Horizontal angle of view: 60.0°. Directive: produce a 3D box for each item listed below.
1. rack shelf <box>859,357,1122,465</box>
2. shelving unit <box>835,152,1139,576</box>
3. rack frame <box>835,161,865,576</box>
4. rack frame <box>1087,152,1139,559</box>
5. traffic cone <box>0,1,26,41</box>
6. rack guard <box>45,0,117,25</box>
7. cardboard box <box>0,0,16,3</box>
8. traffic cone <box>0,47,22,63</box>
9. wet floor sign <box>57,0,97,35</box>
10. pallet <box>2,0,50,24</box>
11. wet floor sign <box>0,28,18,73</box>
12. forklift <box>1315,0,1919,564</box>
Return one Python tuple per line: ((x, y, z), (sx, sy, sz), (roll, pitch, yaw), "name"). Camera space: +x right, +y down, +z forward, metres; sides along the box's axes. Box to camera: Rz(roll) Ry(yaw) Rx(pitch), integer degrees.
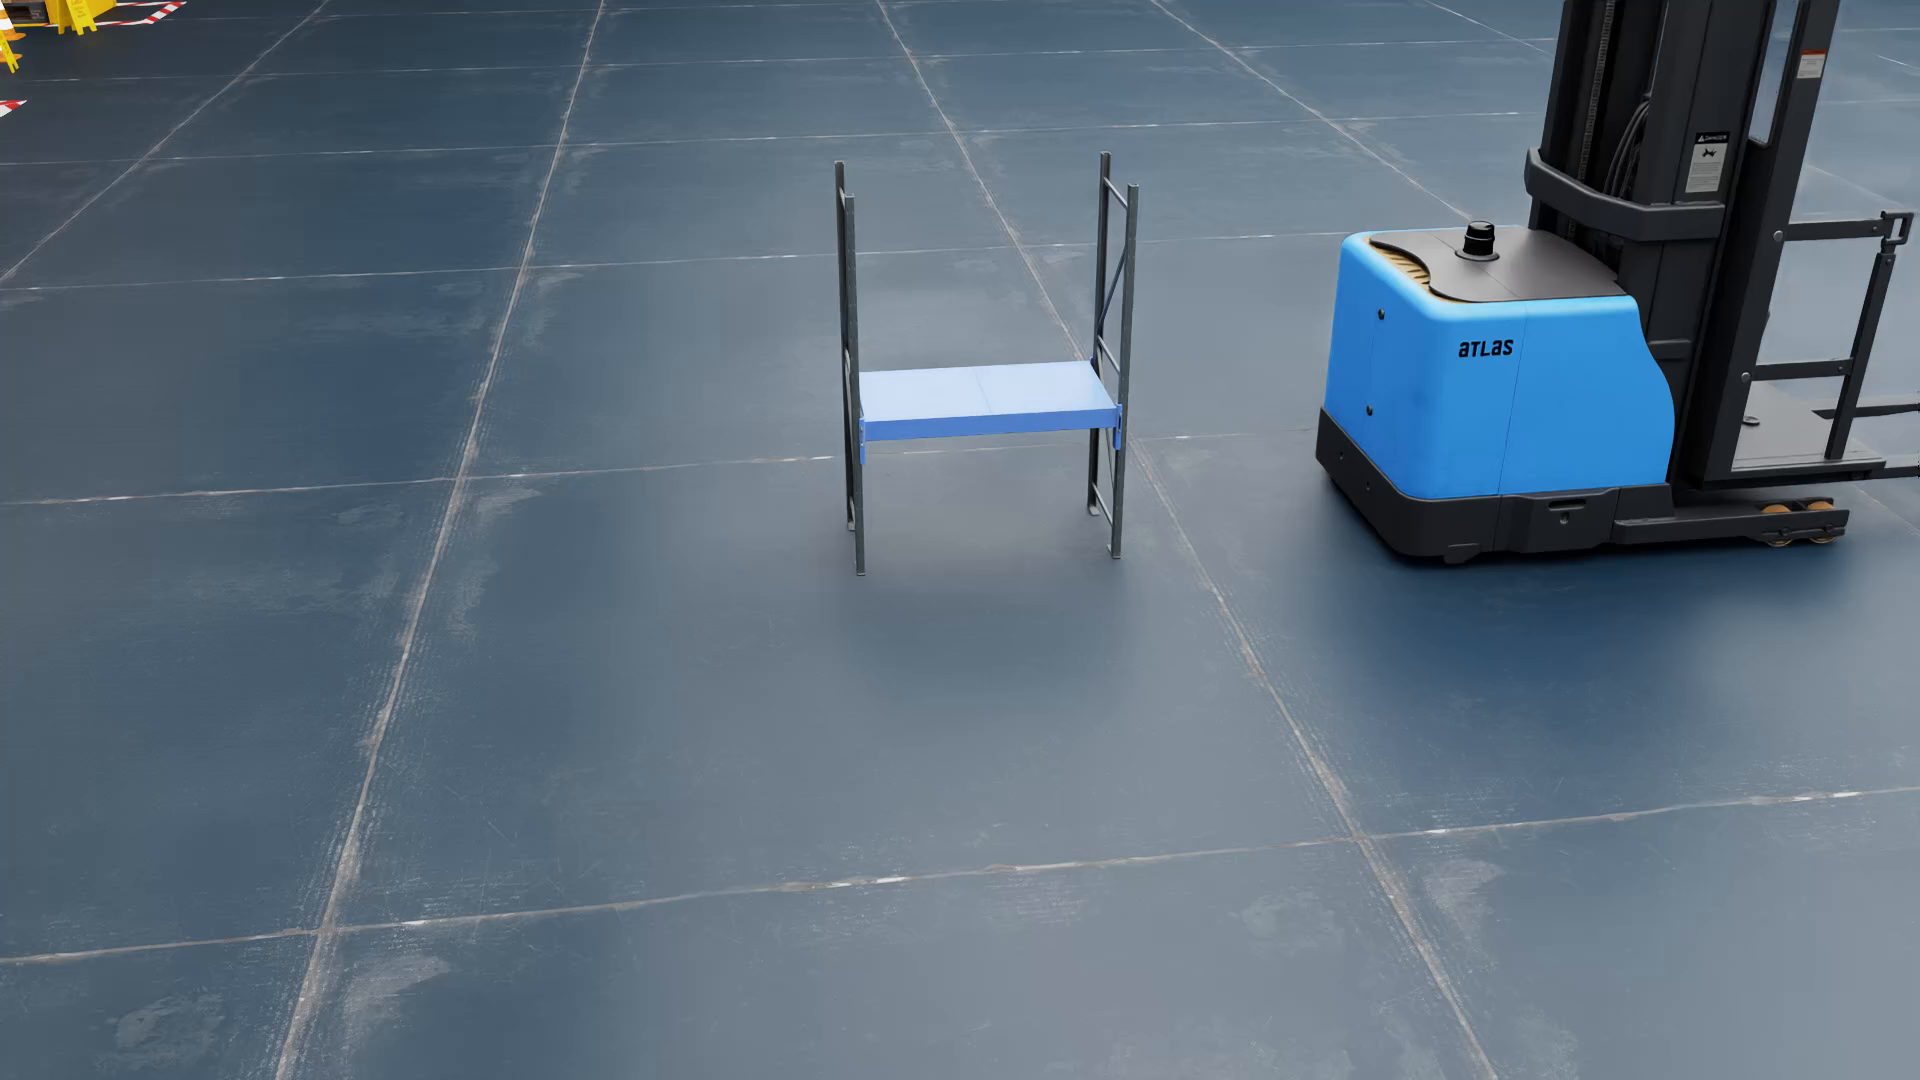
((0.084, -0.513, 6.500), (1.000, 0.185, 0.538), (-4, 27, -7), "rack shelf")
((0.084, -0.673, 6.418), (1.048, 1.500, 0.538), (-4, 27, -7), "shelving unit")
((-0.419, -0.640, 6.355), (0.032, 1.500, 0.500), (-4, 27, -7), "rack frame")
((0.588, -0.705, 6.481), (0.032, 1.500, 0.500), (-4, 27, -7), "rack frame")
((-9.422, -5.154, 16.288), (0.334, 0.463, 0.336), (-4, 27, -7), "traffic cone")
((-9.251, -5.776, 17.460), (0.348, 0.500, 1.175), (-4, 27, -7), "rack guard")
((-9.963, -5.682, 17.091), (0.500, 0.250, 0.500), (-4, 27, -7), "cardboard box")
((-8.931, -4.674, 15.352), (0.334, 0.463, 0.336), (-4, 27, -7), "traffic cone")
((-8.839, -5.374, 16.517), (0.232, 0.644, 0.267), (6, 28, 11), "wet floor sign")
((-10.061, -5.612, 17.457), (1.213, 0.211, 1.003), (-4, 27, -7), "pallet")
((-8.633, -4.512, 14.836), (0.232, 0.644, 0.267), (-8, 28, -16), "wet floor sign")
((3.123, -1.511, 6.484), (3.031, 2.935, 1.130), (-4, 27, -8), "forklift")
